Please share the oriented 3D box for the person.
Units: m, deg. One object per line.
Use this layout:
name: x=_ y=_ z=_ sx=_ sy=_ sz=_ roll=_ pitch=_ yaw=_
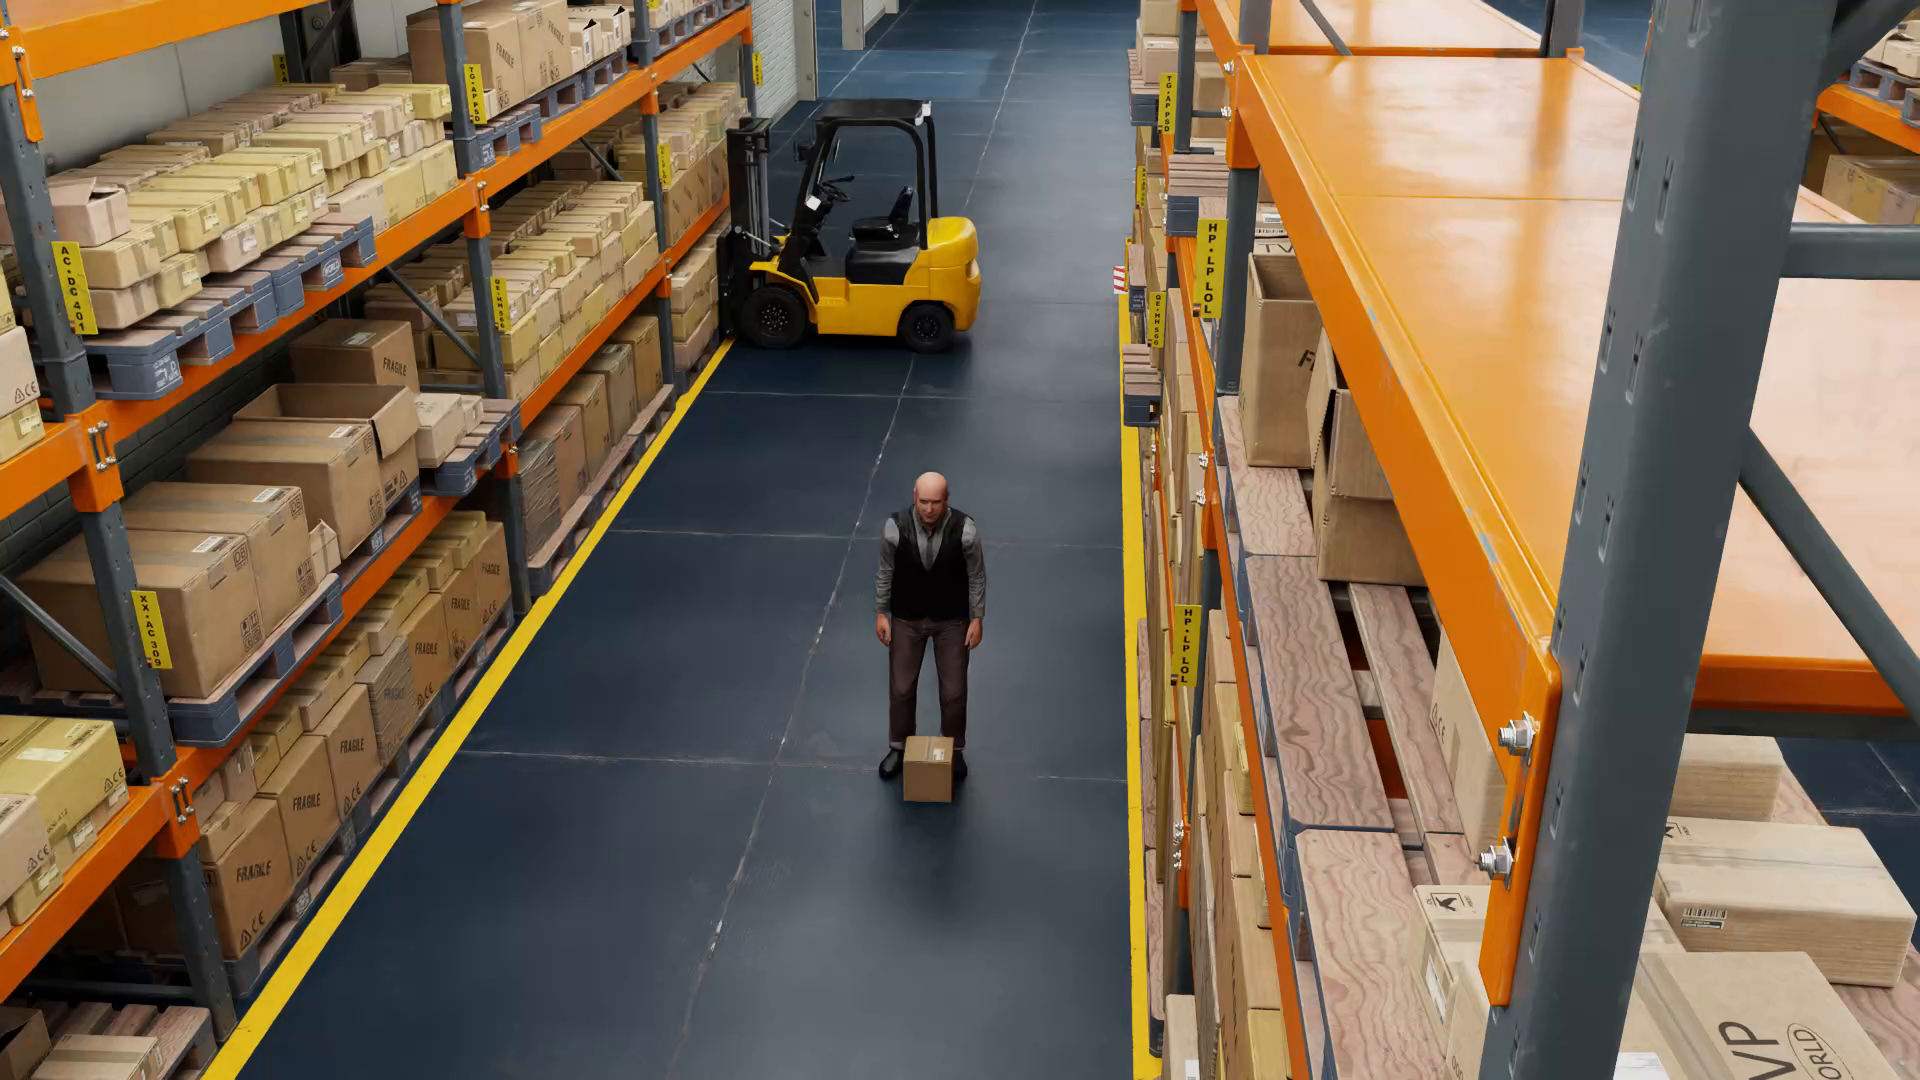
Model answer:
person: x=-0.154 y=0.420 z=8.705 sx=0.581 sy=1.721 sz=0.420 roll=2 pitch=24 yaw=4
